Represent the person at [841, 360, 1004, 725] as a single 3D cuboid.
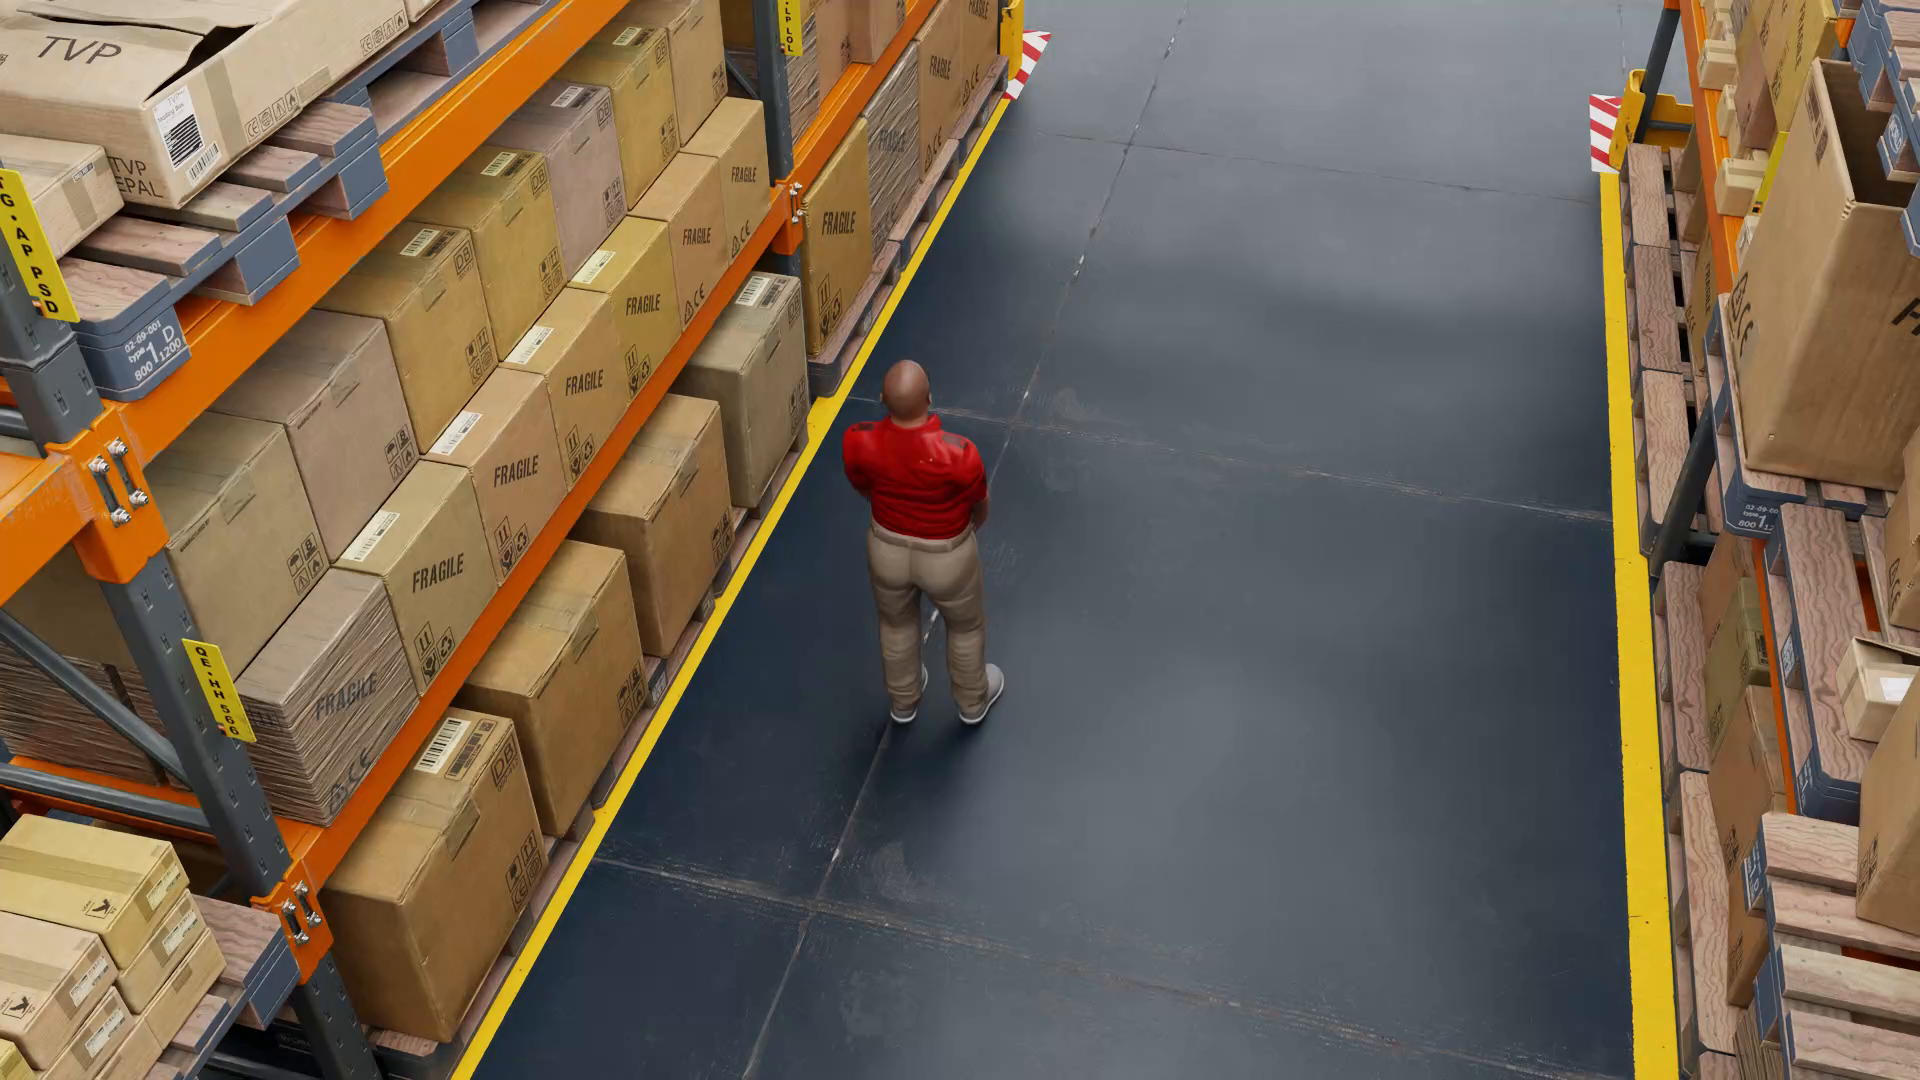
[{"bbox_3d":[-0.124,0.002,6.166,0.545,1.729,0.481,10,42,11],"label":"person"}]
